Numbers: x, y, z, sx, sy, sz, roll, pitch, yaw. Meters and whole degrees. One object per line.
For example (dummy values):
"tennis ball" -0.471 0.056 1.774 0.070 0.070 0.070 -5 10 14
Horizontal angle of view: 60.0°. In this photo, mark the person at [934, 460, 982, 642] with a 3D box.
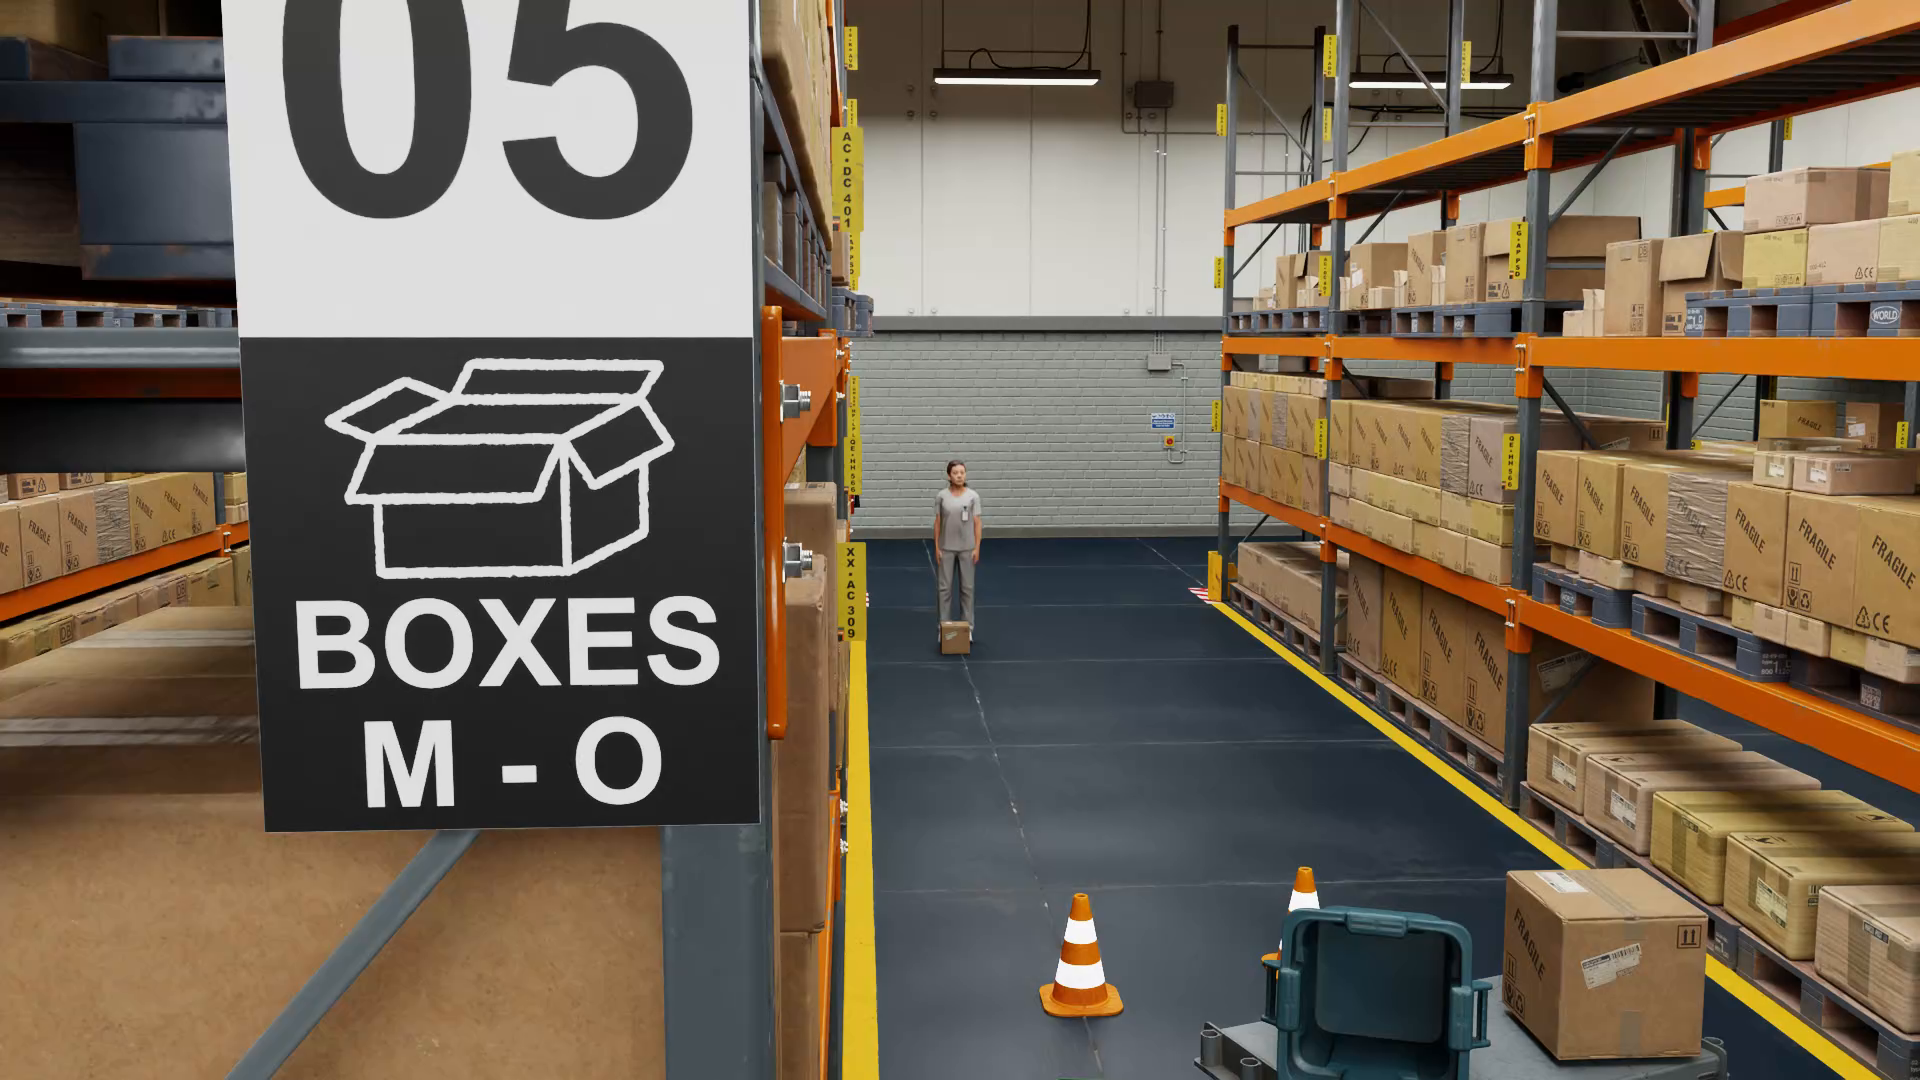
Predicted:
"person" -0.022 0.100 15.327 0.441 1.676 0.397 0 7 3
